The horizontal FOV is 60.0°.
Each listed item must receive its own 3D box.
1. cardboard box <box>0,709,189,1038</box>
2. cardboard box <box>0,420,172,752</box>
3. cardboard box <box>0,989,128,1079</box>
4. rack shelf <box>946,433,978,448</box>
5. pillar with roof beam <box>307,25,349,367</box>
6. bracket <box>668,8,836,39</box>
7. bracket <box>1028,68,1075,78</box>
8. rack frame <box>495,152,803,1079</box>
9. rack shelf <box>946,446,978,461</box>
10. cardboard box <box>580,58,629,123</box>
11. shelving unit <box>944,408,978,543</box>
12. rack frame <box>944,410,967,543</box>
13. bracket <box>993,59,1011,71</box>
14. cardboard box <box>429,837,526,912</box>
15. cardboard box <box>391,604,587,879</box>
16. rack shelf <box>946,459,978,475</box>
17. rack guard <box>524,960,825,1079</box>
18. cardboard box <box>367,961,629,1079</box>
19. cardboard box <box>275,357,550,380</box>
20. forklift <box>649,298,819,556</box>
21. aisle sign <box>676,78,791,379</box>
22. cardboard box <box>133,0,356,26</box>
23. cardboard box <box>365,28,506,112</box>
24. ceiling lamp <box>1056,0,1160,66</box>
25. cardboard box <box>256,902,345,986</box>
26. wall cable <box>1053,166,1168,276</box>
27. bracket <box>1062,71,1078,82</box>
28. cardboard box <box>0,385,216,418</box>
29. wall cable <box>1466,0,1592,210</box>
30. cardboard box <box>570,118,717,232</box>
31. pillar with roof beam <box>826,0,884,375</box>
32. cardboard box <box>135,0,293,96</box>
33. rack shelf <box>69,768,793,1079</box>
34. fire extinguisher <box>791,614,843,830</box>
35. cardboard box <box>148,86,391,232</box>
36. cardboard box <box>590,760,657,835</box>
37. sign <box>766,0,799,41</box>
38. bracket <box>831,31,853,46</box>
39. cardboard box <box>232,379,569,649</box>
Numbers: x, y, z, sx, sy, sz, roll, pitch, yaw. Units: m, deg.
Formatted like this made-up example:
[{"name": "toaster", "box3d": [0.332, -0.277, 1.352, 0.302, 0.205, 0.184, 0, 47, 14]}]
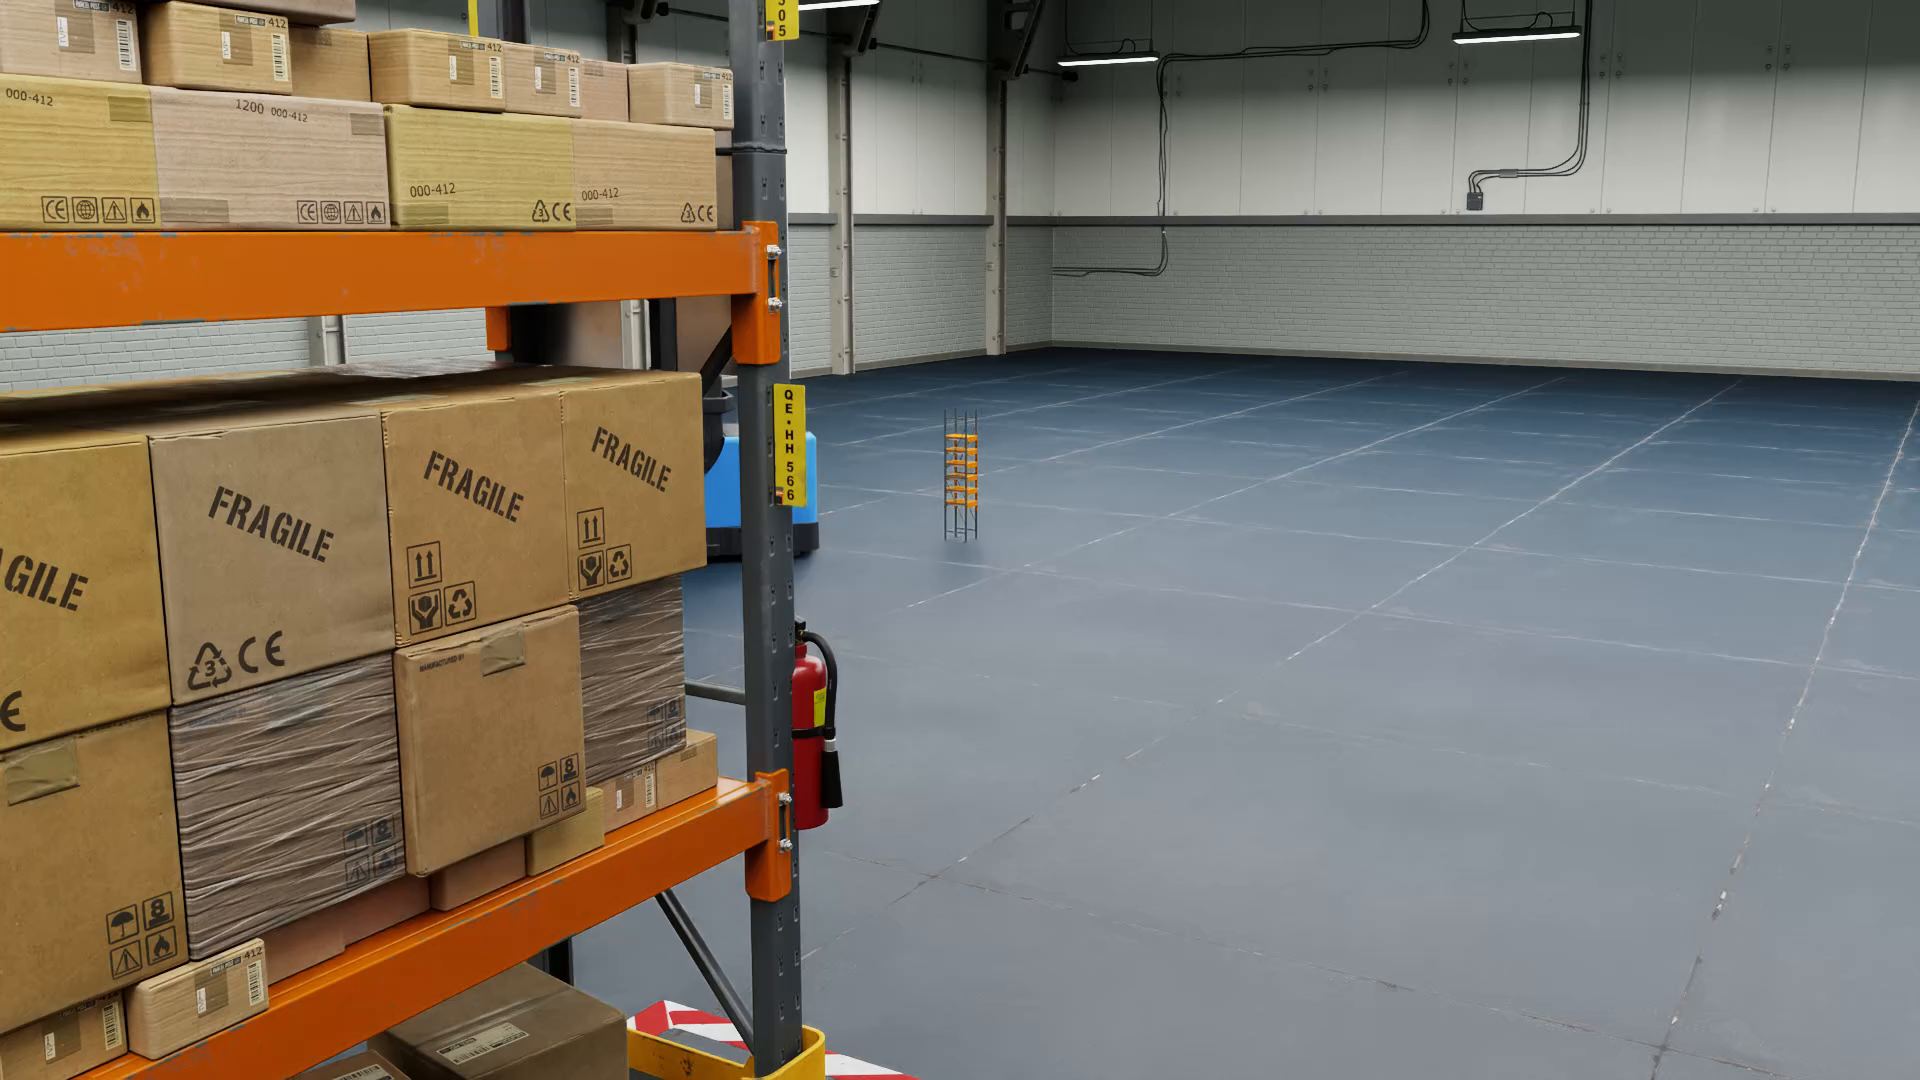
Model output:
[{"name": "cardboard box", "box3d": [-1.949, 0.547, 3.098, 0.875, 0.500, 0.500, 6, 12, 31]}, {"name": "cardboard box", "box3d": [-1.774, 0.075, 2.902, 0.500, 0.500, 0.500, 6, 12, 31]}, {"name": "cardboard box", "box3d": [-1.767, 0.883, 3.066, 0.380, 0.149, 0.250, 6, 12, 31]}, {"name": "rack shelf", "box3d": [0.008, -0.902, 15.094, 0.258, 0.103, 0.180, 6, 12, 31]}, {"name": "pillar with roof beam", "box3d": [-4.853, -5.406, 19.670, 9.100, 9.000, 0.400, 6, 12, 31]}, {"name": "bracket", "box3d": [-3.552, -8.969, 28.922, 0.076, 0.066, 4.783, 6, 12, 31]}, {"name": "bracket", "box3d": [2.255, -10.728, 38.319, 0.076, 0.066, 3.189, 6, 12, 31]}, {"name": "rack frame", "box3d": [-0.917, 0.416, 4.876, 1.000, 3.000, 0.127, 6, 12, 31]}, {"name": "rack shelf", "box3d": [0.008, -0.784, 15.116, 0.258, 0.103, 0.180, 6, 12, 31]}, {"name": "cardboard box", "box3d": [-1.030, -1.077, 4.026, 0.380, 0.149, 0.250, 6, 12, 29]}, {"name": "shelving unit", "box3d": [0.008, -0.592, 15.152, 0.258, 1.200, 0.189, 6, 12, 31]}, {"name": "rack frame", "box3d": [-0.040, -0.578, 15.075, 0.240, 1.200, 0.006, 6, 12, 31]}, {"name": "bracket", "box3d": [0.901, -10.318, 36.127, 0.235, 0.232, 0.430, 6, 12, 31]}, {"name": "cardboard box", "box3d": [-1.248, 0.725, 3.906, 0.380, 0.149, 0.250, 6, 12, 31]}, {"name": "cardboard box", "box3d": [-1.383, 0.395, 3.910, 0.875, 0.500, 0.500, 6, 12, 31]}, {"name": "rack shelf", "box3d": [0.008, -0.666, 15.138, 0.258, 0.103, 0.180, 6, 12, 31]}, {"name": "rack guard", "box3d": [-0.956, 1.657, 5.042, 1.175, 0.500, 0.348, 6, 12, 31]}, {"name": "cardboard box", "box3d": [-1.255, 1.535, 4.551, 0.500, 0.500, 0.500, 9, 14, 41]}, {"name": "cardboard box", "box3d": [-1.435, -0.210, 4.424, 0.500, 0.500, 0.500, 6, 12, 31]}, {"name": "forklift", "box3d": [-2.802, -1.305, 14.256, 3.031, 2.935, 1.130, -3, 11, -15]}, {"name": "aisle sign", "box3d": [-0.628, -0.843, 4.536, 0.394, 0.787, 0.004, 6, 12, 31]}, {"name": "cardboard box", "box3d": [-1.505, -1.231, 3.086, 0.500, 0.500, 0.500, 6, 12, 31]}, {"name": "cardboard box", "box3d": [-1.188, -0.982, 3.517, 0.380, 0.149, 0.250, 6, 12, 31]}, {"name": "ceiling lamp", "box3d": [2.866, -10.455, 30.781, 2.000, 3.185, 0.800, 6, 12, 31]}, {"name": "cardboard box", "box3d": [-1.523, 0.802, 3.496, 0.380, 0.149, 0.250, 6, 12, 31]}, {"name": "wall cable", "box3d": [3.472, -7.459, 39.074, 3.097, 2.526, 0.112, 6, 12, 31]}, {"name": "bracket", "box3d": [2.562, -10.821, 38.815, 0.235, 0.232, 0.430, 6, 12, 31]}, {"name": "cardboard box", "box3d": [-1.959, -0.054, 3.587, 0.500, 0.500, 0.500, 6, 12, 31]}, {"name": "wall cable", "box3d": [11.578, -9.747, 33.617, 2.305, 6.003, 0.169, 6, 12, 31]}, {"name": "cardboard box", "box3d": [-0.950, -0.884, 4.079, 0.500, 0.250, 0.500, 7, 13, 32]}, {"name": "pillar with roof beam", "box3d": [1.377, -7.293, 29.751, 9.100, 9.000, 0.548, 6, 12, 31]}, {"name": "cardboard box", "box3d": [-1.476, -0.903, 3.095, 0.380, 0.149, 0.250, 6, 12, 28]}, {"name": "rack shelf", "box3d": [-1.955, 1.084, 3.262, 1.077, 0.370, 4.000, 6, 12, 31]}, {"name": "fire extinguisher", "box3d": [-0.464, 0.480, 4.744, 0.296, 0.674, 0.183, 6, 12, 31]}, {"name": "cardboard box", "box3d": [-1.480, -0.726, 3.232, 0.500, 0.250, 0.500, 7, 13, 32]}, {"name": "cardboard box", "box3d": [-1.019, 0.643, 4.344, 0.380, 0.149, 0.250, 6, 12, 31]}, {"name": "sign", "box3d": [-0.453, -1.437, 4.218, 0.100, 0.325, 0.005, 6, 12, 31]}, {"name": "bracket", "box3d": [-2.215, -9.374, 31.087, 0.235, 0.232, 0.430, 6, 12, 31]}, {"name": "cardboard box", "box3d": [-1.246, -0.081, 3.736, 0.500, 0.500, 0.500, 6, 12, 31]}]
